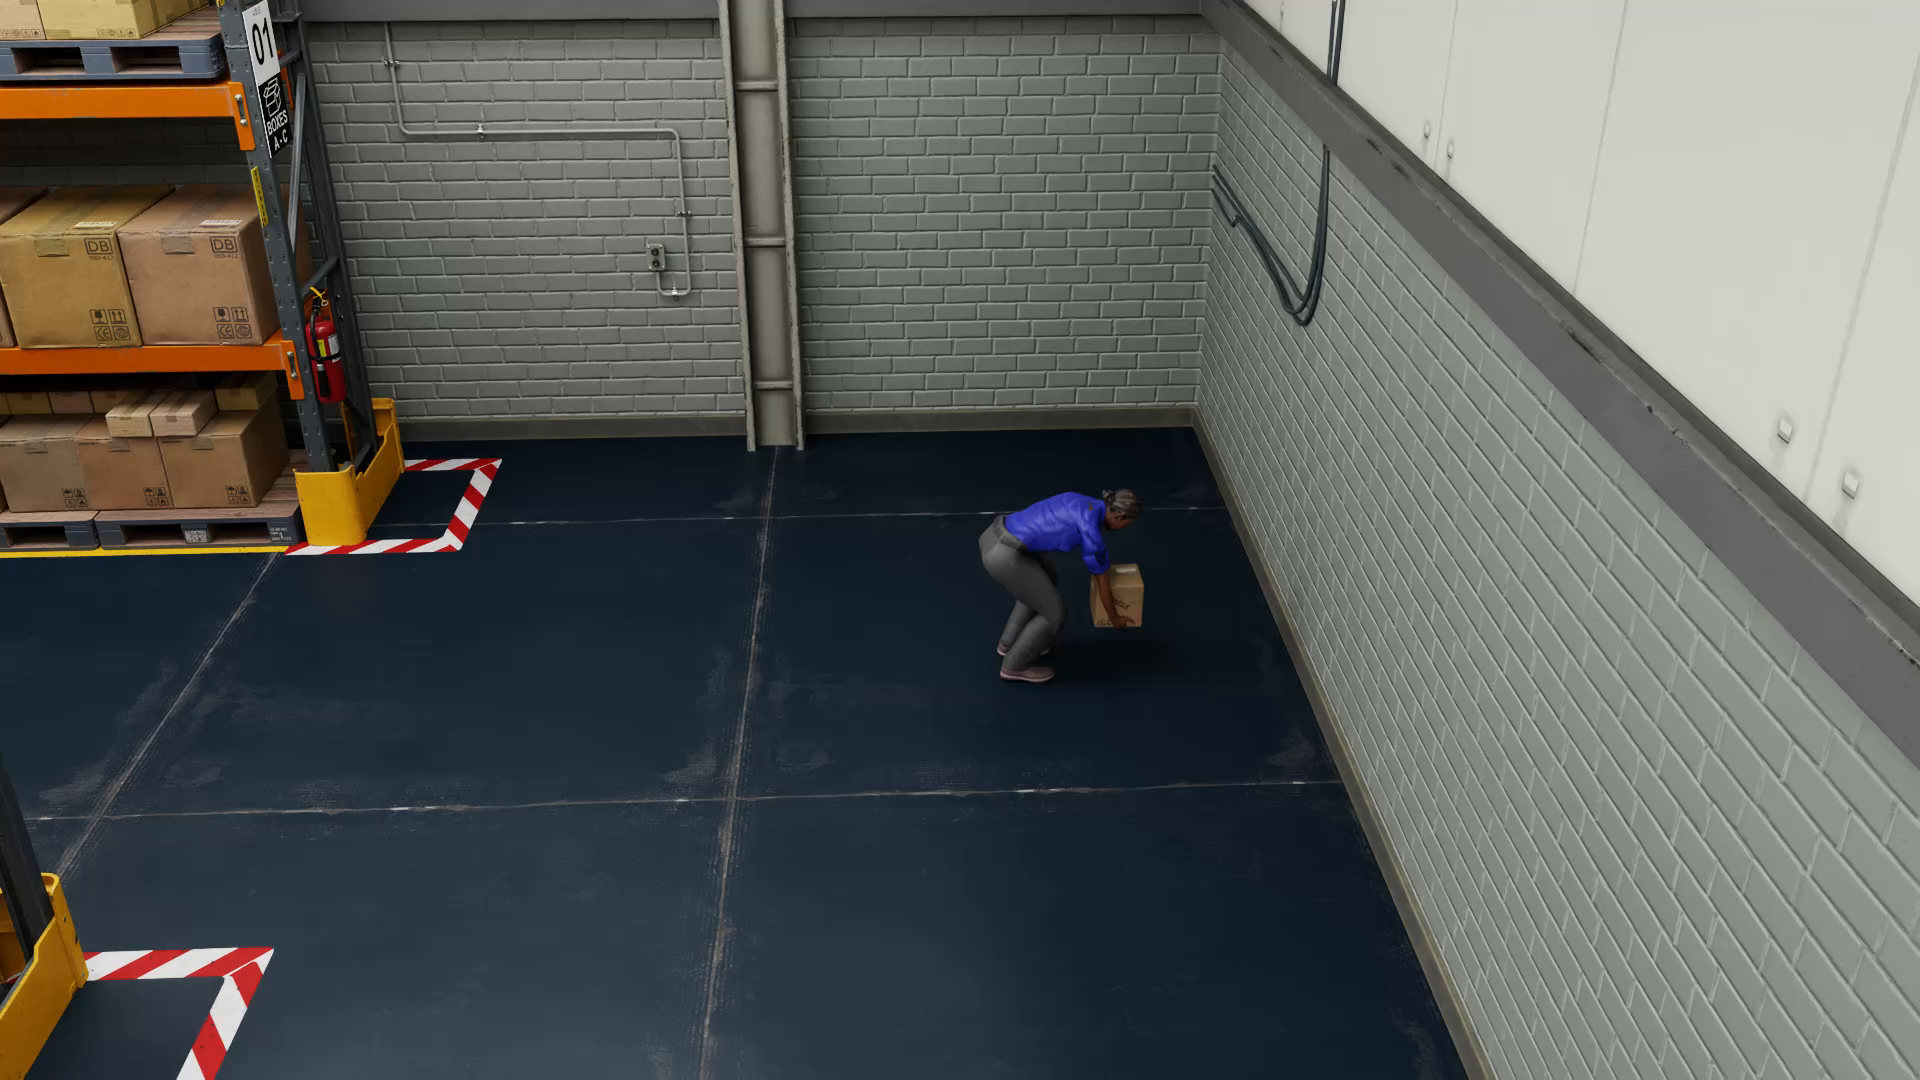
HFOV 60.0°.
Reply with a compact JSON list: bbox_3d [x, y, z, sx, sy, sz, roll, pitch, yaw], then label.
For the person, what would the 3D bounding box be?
[{"bbox_3d":[0.530,0.220,8.871,0.859,1.045,0.460,-3,28,-5],"label":"person"}]
